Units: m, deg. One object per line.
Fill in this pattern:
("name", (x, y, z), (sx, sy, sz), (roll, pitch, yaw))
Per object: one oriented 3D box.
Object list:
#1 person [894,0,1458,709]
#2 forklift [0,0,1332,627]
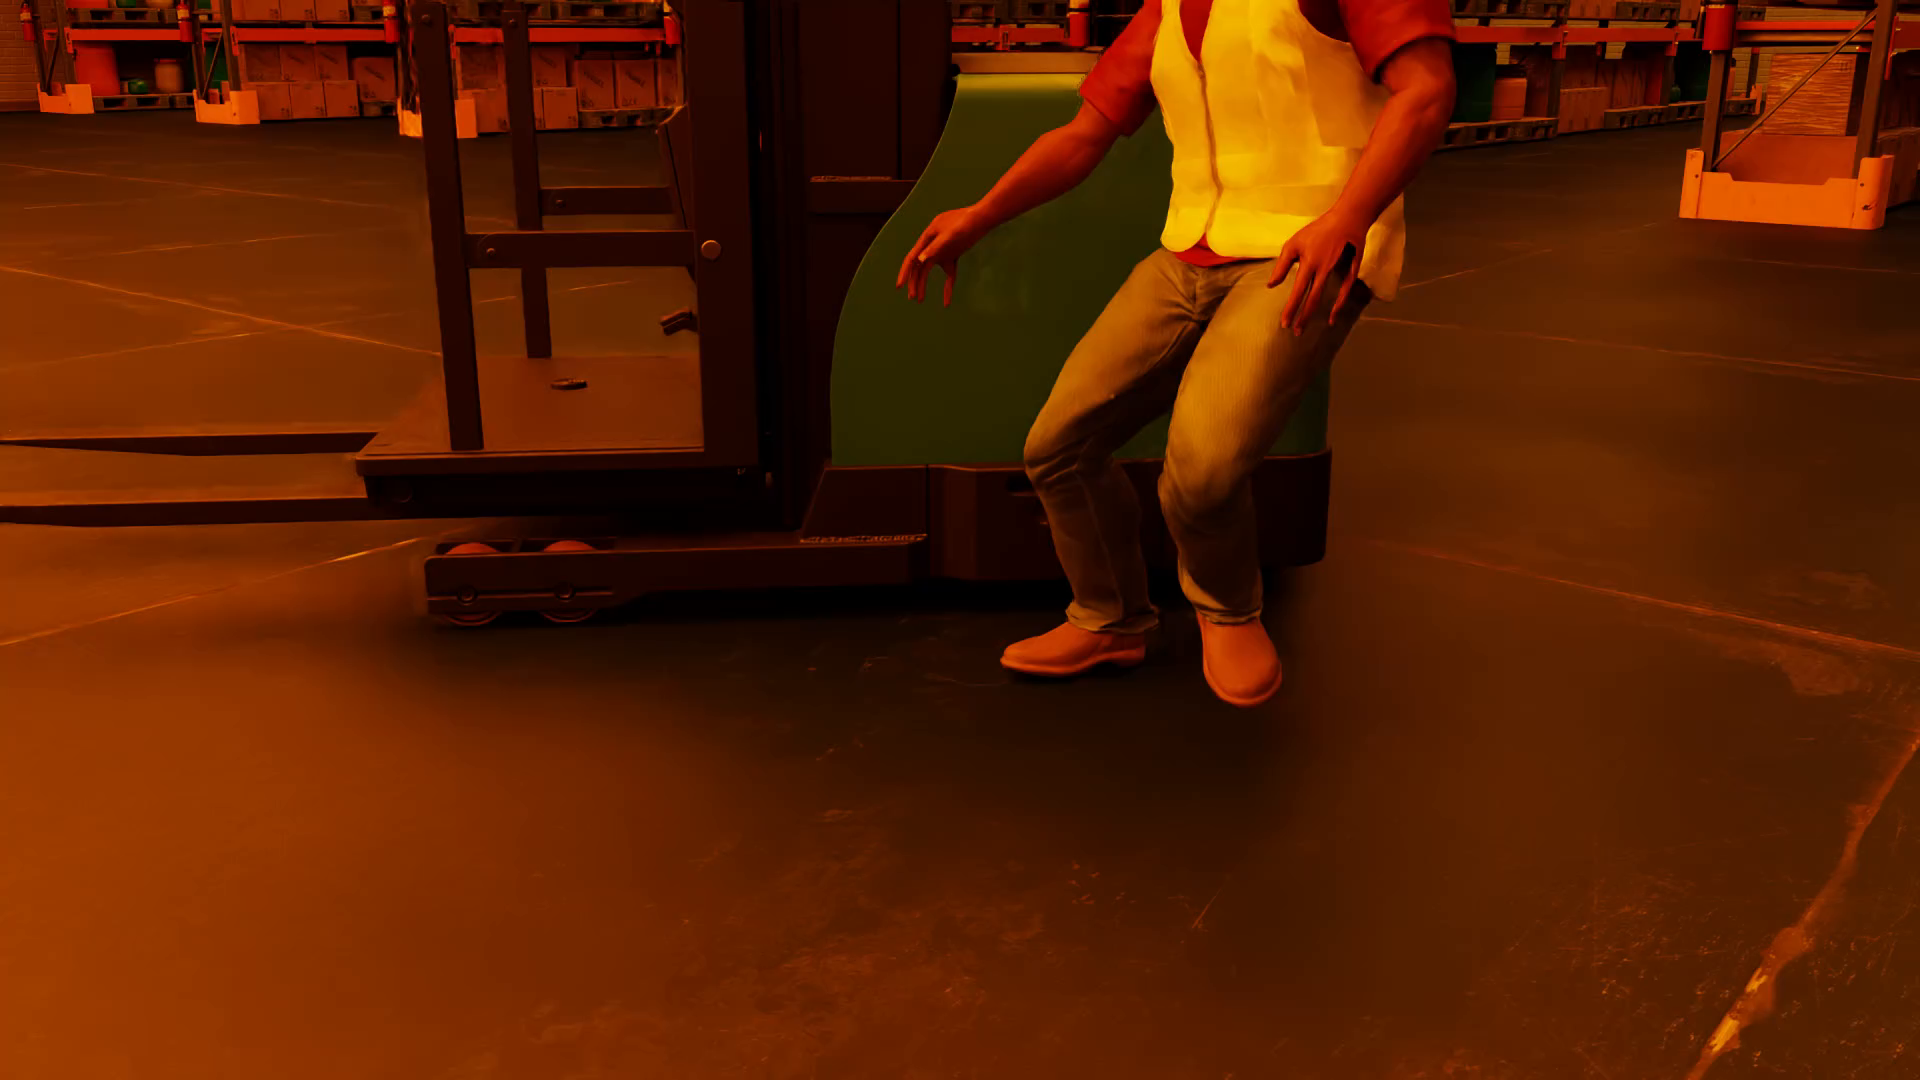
("person", (0.359, -0.467, 2.684), (0.648, 1.630, 0.822), (-10, 20, -30))
("forklift", (-0.759, -1.388, 3.469), (3.031, 2.935, 1.130), (-2, 17, -5))
